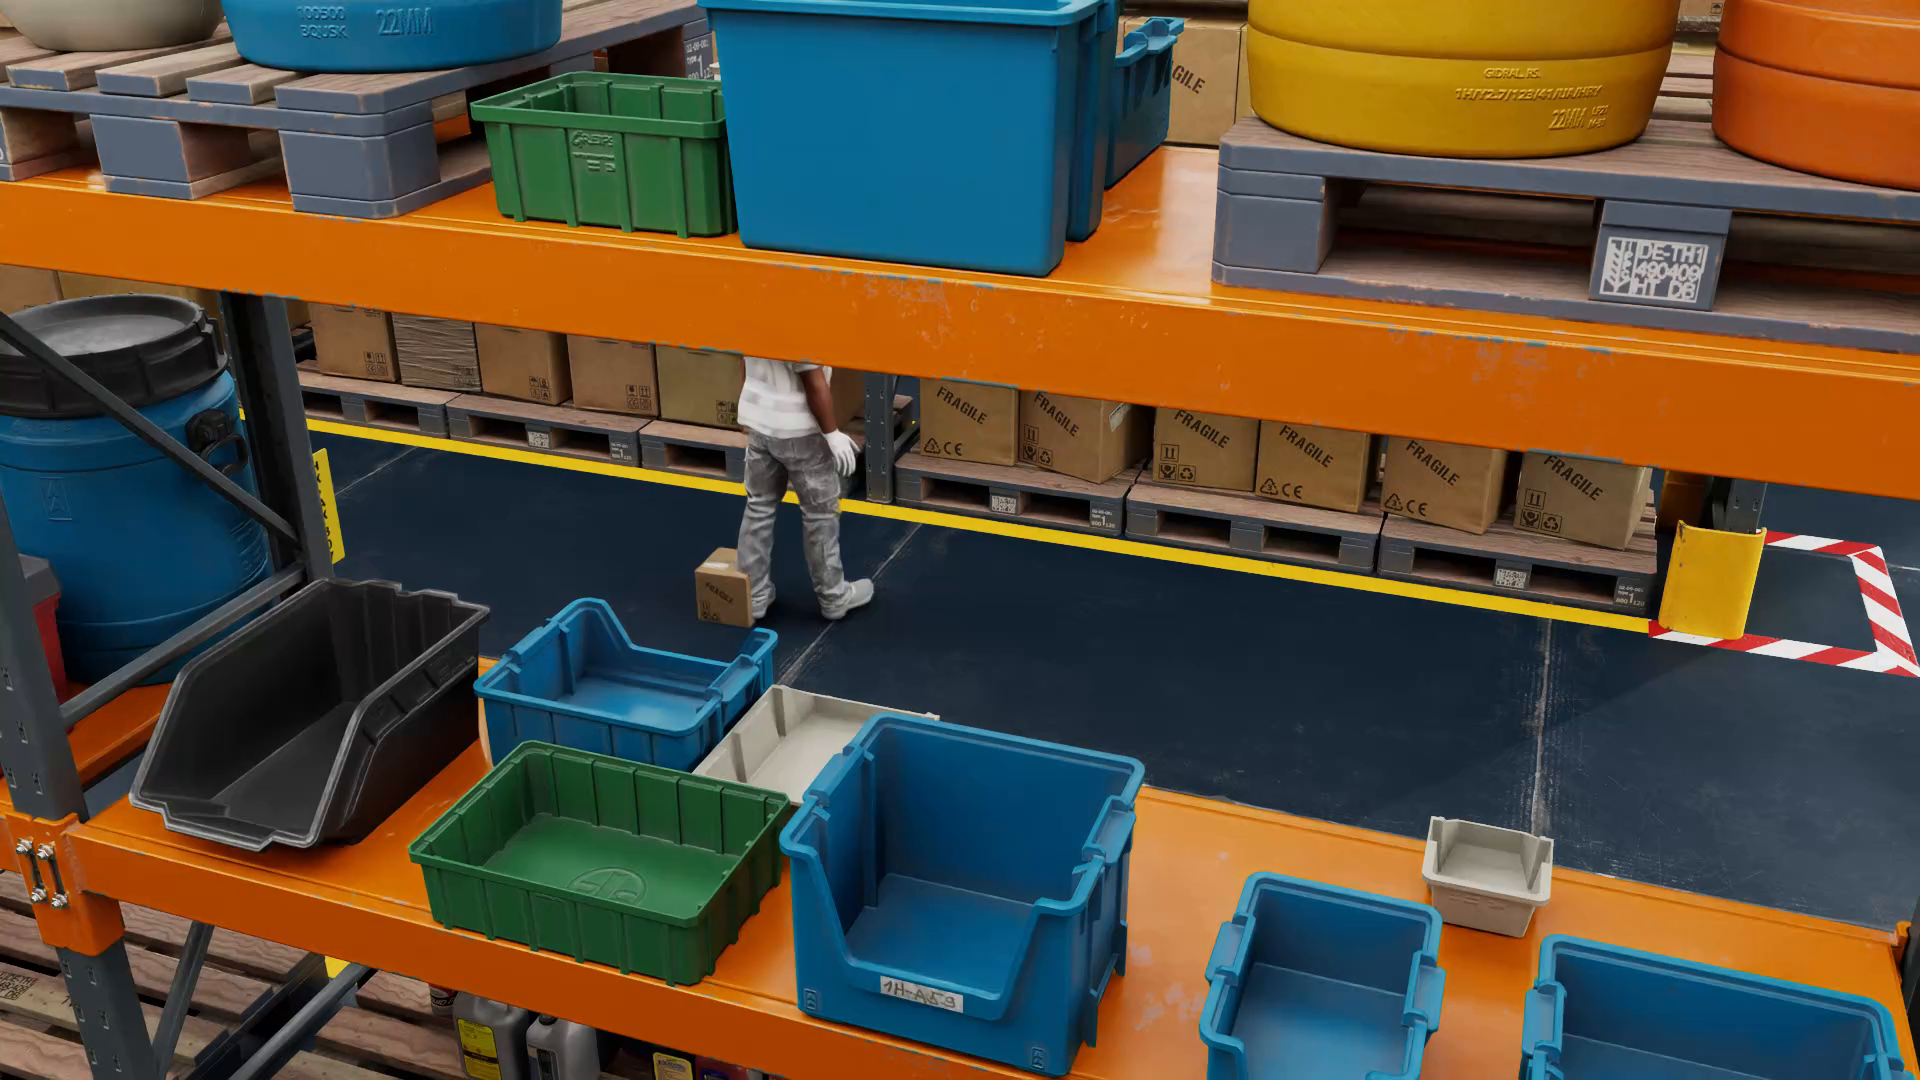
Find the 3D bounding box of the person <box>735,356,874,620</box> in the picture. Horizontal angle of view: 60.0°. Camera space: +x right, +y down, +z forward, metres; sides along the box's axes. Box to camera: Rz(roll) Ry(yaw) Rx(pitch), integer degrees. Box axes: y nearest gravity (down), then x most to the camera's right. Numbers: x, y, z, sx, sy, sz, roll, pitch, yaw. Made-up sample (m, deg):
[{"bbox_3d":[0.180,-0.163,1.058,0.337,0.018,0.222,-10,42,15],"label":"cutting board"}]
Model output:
[{"bbox_3d":[-0.665,-0.495,7.063,0.574,1.783,0.646,-22,33,-38],"label":"person"}]
